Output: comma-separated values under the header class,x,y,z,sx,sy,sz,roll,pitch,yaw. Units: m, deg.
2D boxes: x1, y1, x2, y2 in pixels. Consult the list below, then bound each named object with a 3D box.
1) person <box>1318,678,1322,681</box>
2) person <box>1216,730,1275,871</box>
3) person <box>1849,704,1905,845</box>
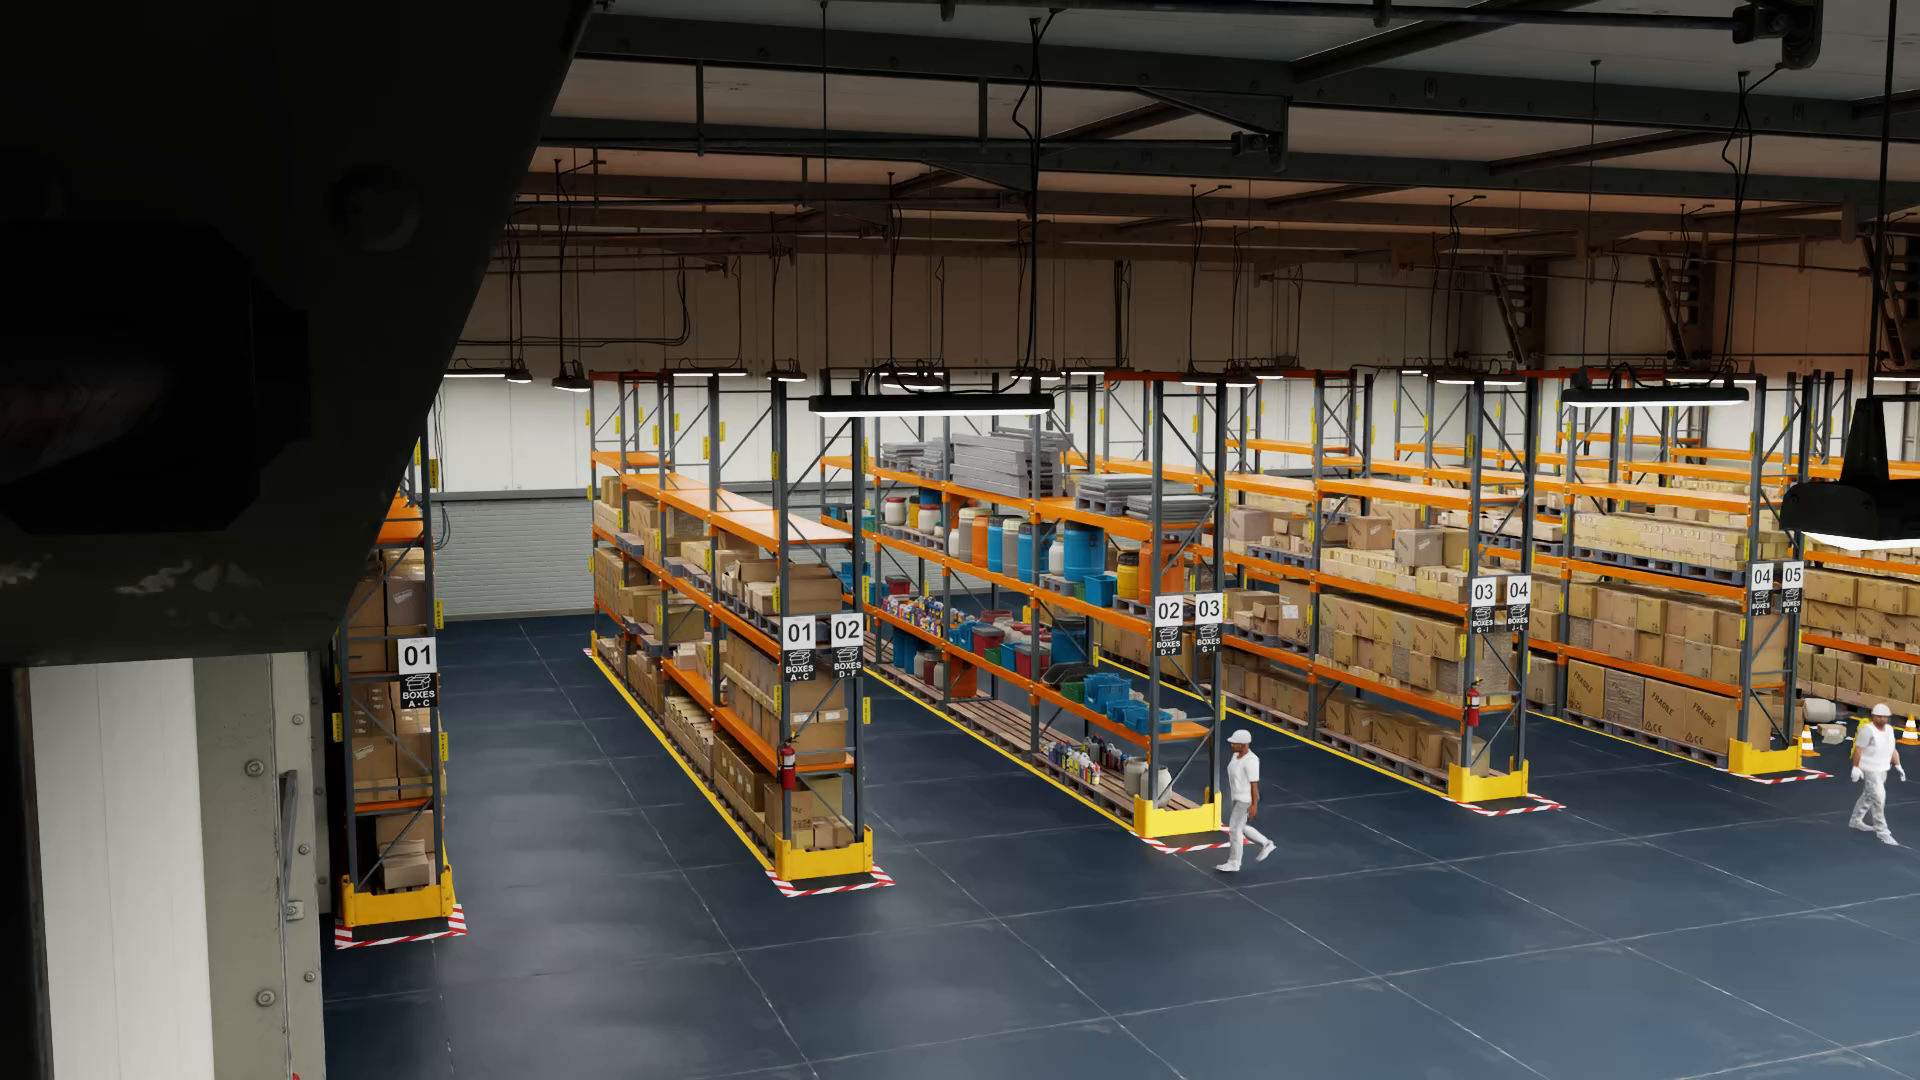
class,x,y,z,sx,sy,sz,roll,pitch,yaw
person,6.854,1.907,31.965,0.626,1.815,0.558,-2,7,-18
person,3.528,3.188,20.471,0.809,1.751,0.653,-1,6,-7
person,12.014,3.042,21.779,0.583,1.825,0.742,-3,7,-28
